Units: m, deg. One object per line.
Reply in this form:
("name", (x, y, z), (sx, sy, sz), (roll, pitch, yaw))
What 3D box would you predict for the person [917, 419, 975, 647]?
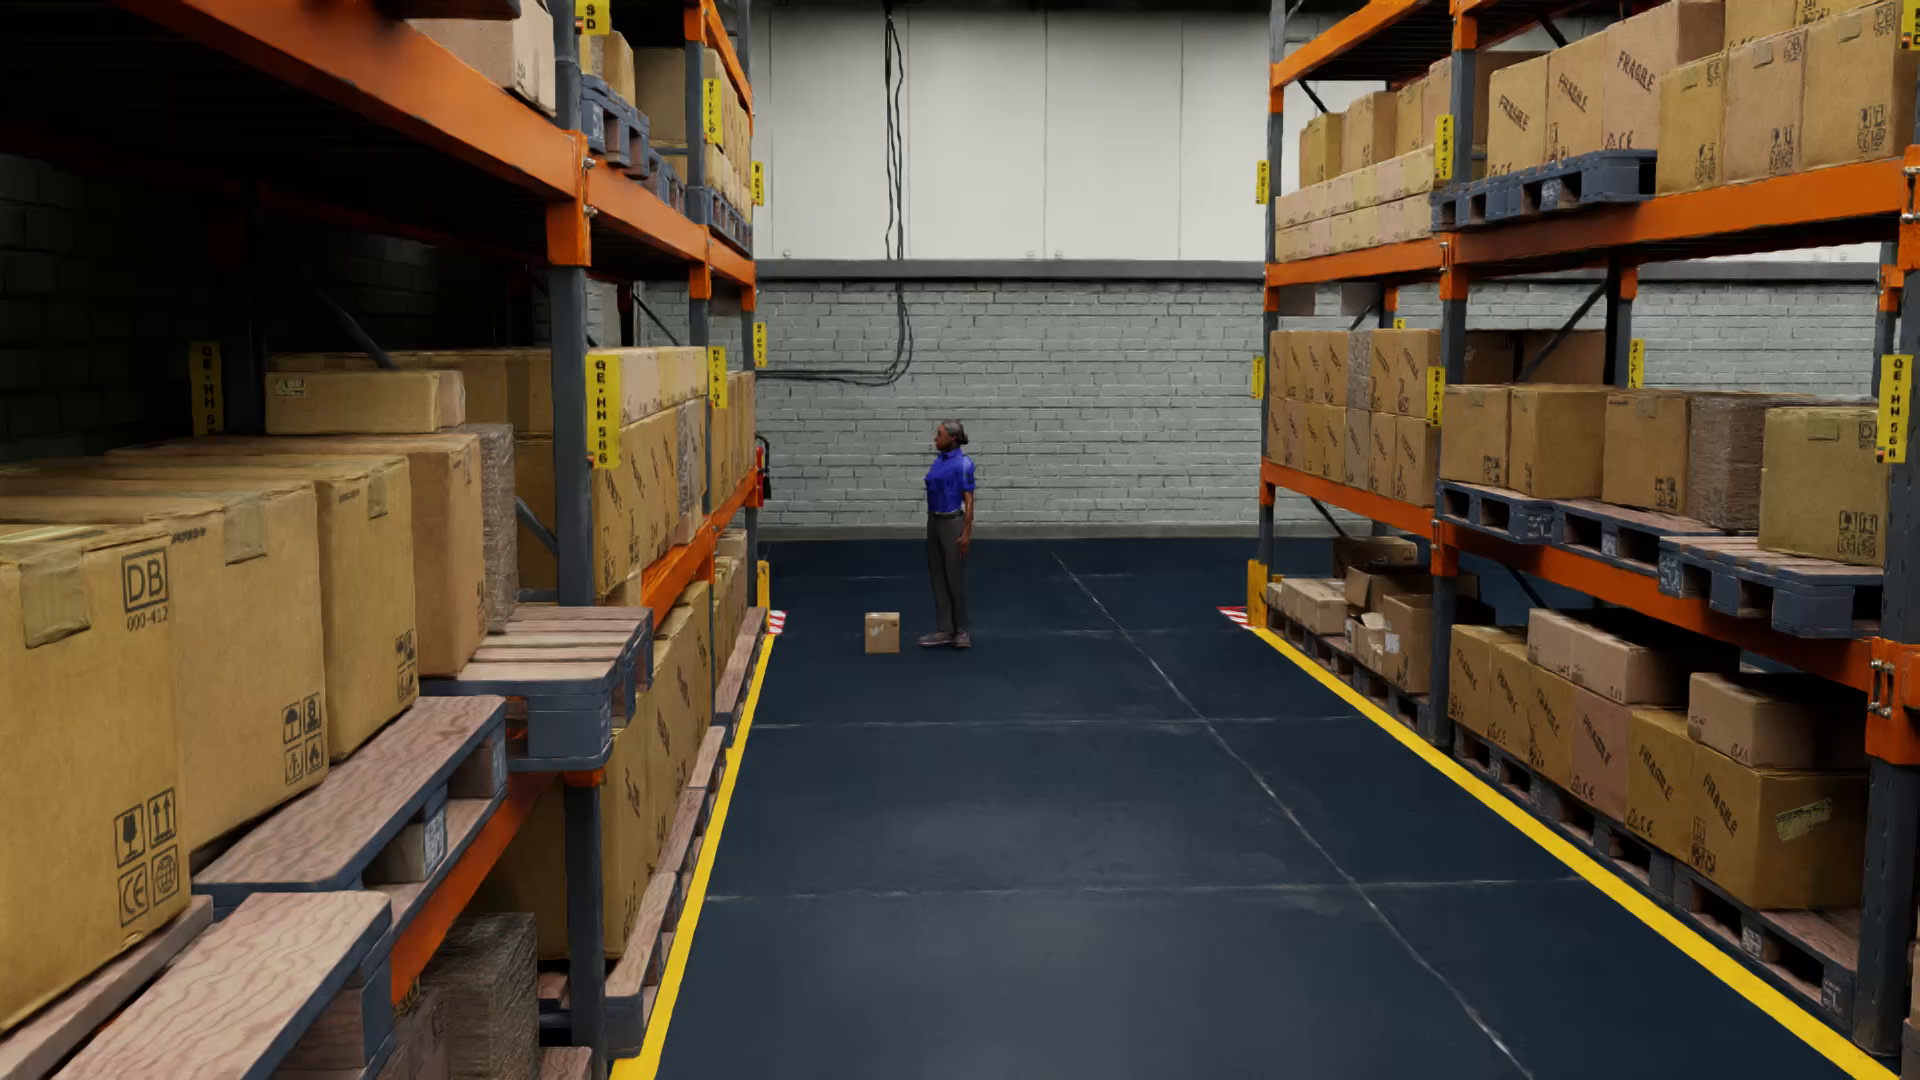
("person", (-0.079, -0.050, 12.085), (0.353, 1.657, 0.537), (-5, 9, -37))
